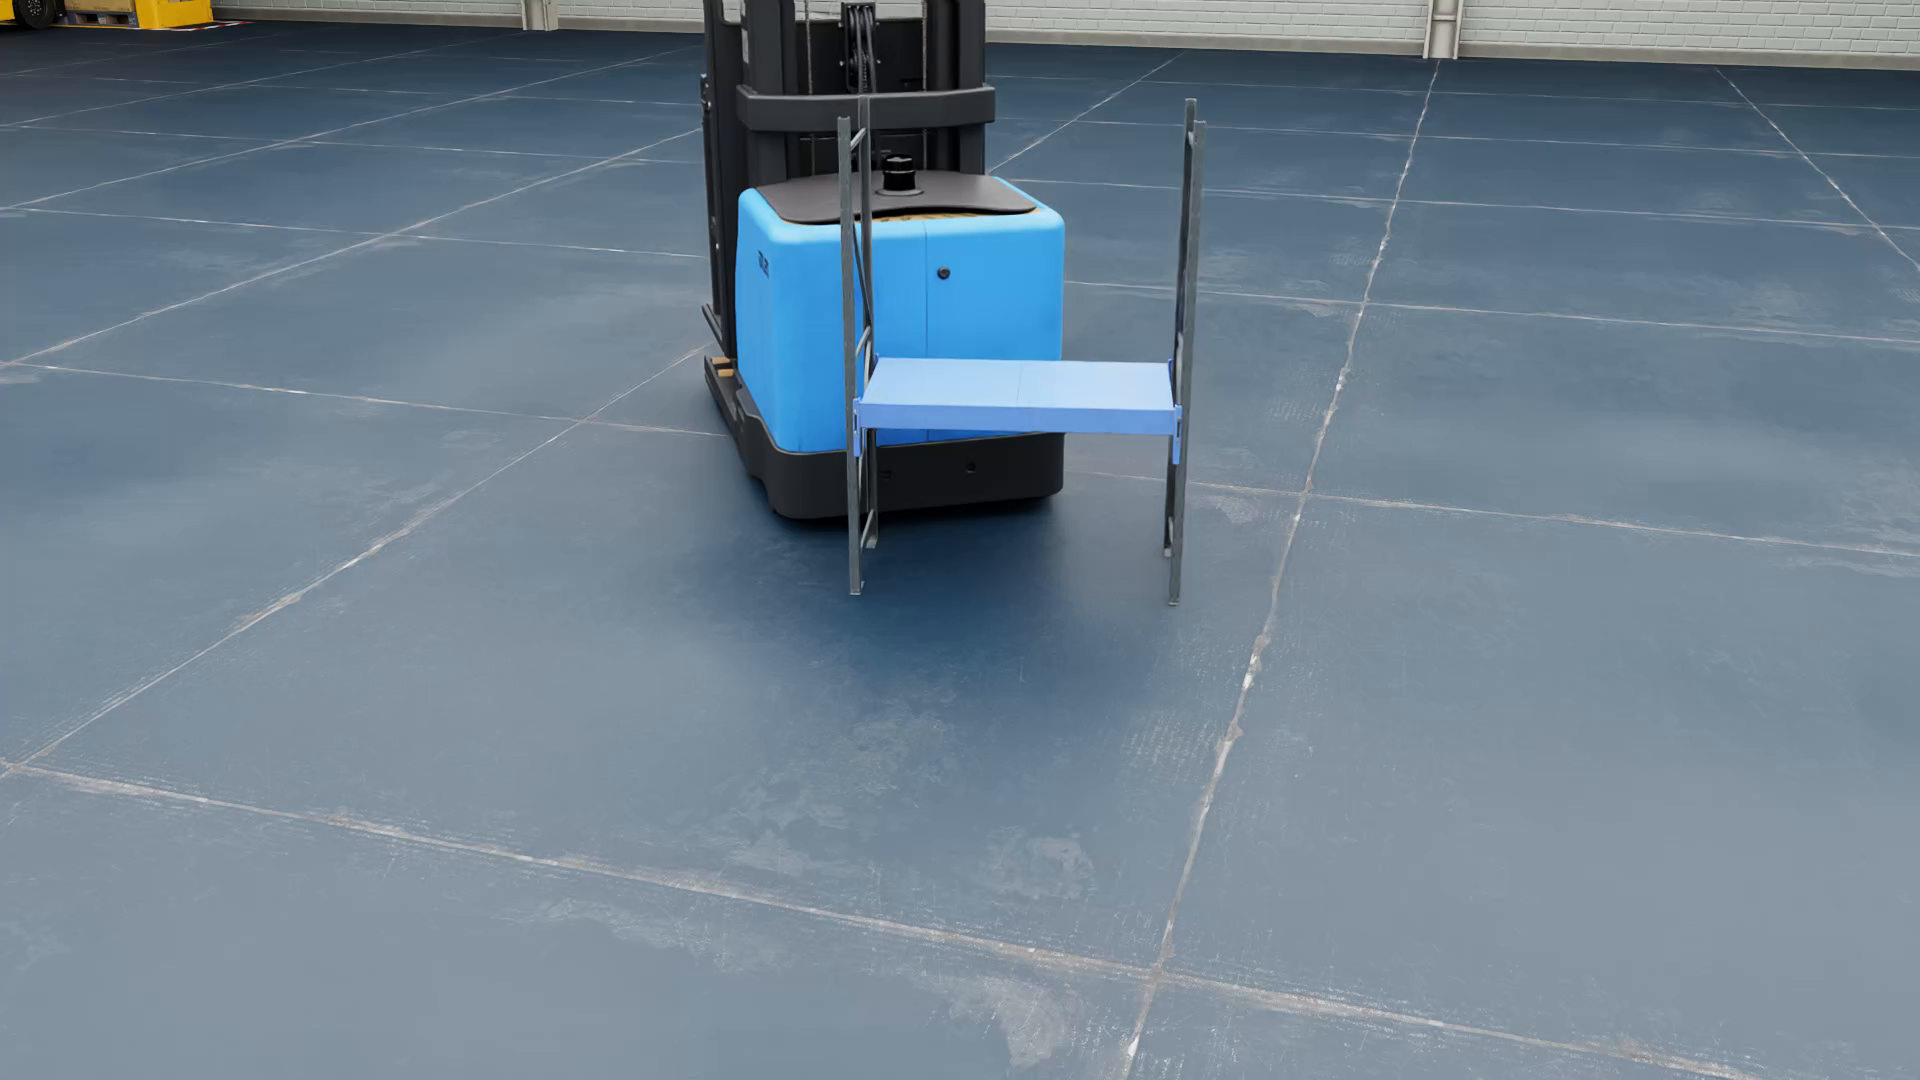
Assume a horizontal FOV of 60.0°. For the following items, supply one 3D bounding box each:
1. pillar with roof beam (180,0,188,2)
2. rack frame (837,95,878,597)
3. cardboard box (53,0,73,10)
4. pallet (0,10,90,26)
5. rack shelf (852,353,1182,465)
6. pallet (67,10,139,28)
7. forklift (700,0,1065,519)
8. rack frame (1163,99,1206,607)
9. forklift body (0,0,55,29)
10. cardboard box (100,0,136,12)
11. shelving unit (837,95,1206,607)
[{"bbox_3d":[-12.769,-10.309,19.043,0.400,9.000,9.100,7,23,16],"label":"pillar with roof beam"},{"bbox_3d":[-0.318,-0.607,5.273,0.032,1.500,0.500,2,22,4],"label":"rack frame"},{"bbox_3d":[-12.610,-7.668,23.582,0.500,0.250,0.500,7,23,16],"label":"cardboard box"},{"bbox_3d":[-13.028,-7.606,24.035,1.213,0.211,1.003,7,23,15],"label":"pallet"},{"bbox_3d":[0.189,-0.426,5.306,1.000,0.185,0.538,2,22,4],"label":"rack shelf"},{"bbox_3d":[-11.864,-7.472,23.707,1.213,0.211,1.003,7,23,16],"label":"pallet"},{"bbox_3d":[-0.502,-1.958,6.682,1.130,2.935,3.031,-6,23,-14],"label":"forklift"},{"bbox_3d":[0.696,-0.578,5.204,0.032,1.500,0.500,2,22,4],"label":"rack frame"},{"bbox_3d":[-13.462,-7.846,22.063,1.214,2.155,2.313,7,23,16],"label":"forklift body"},{"bbox_3d":[-11.660,-7.552,23.299,0.500,0.250,0.500,7,23,16],"label":"cardboard box"},{"bbox_3d":[0.189,-0.592,5.238,1.048,1.500,0.538,2,22,4],"label":"shelving unit"}]
